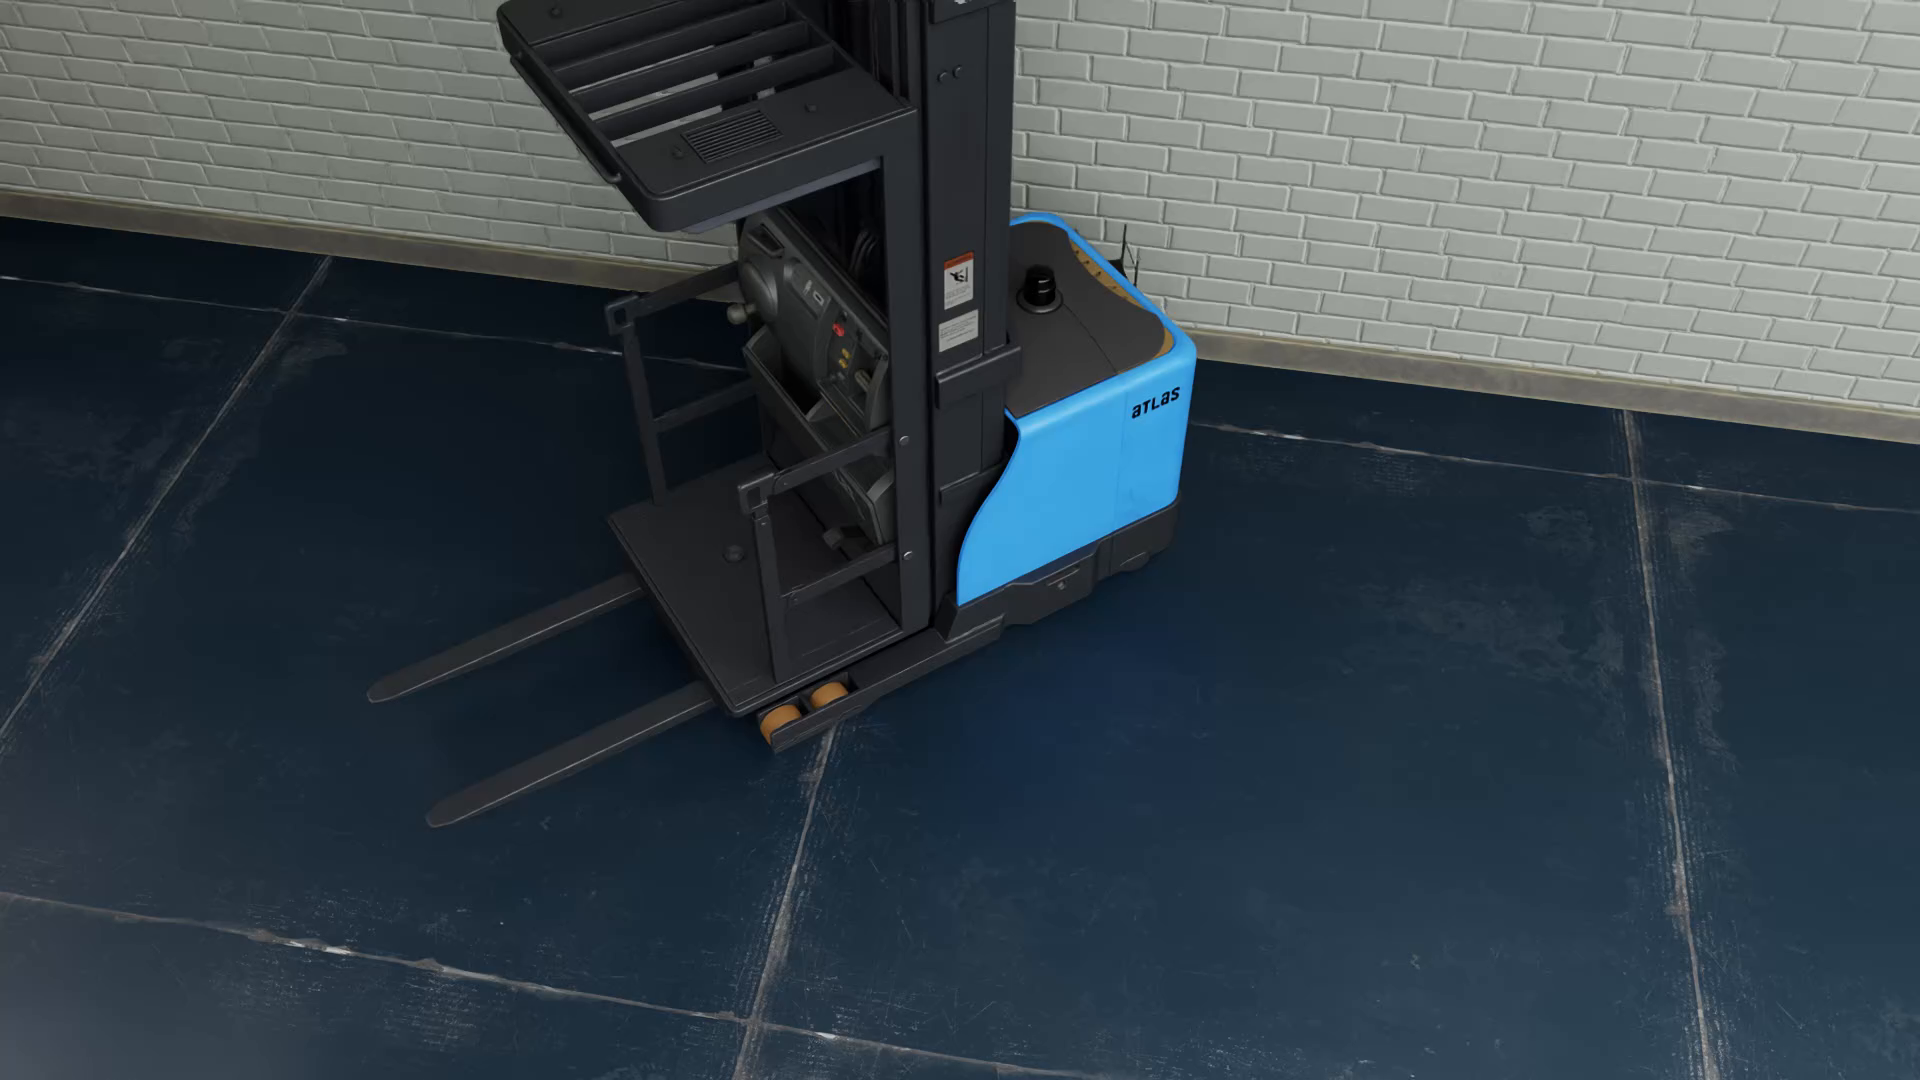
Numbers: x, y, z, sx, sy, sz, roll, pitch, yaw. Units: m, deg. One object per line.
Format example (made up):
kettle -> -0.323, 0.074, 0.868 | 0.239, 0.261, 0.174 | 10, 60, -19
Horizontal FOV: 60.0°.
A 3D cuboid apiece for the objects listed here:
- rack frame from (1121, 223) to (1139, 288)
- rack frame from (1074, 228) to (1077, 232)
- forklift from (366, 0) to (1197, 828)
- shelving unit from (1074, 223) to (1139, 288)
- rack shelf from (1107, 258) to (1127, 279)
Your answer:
rack frame -> 0.678, -0.879, 6.905 | 0.006, 0.900, 0.240 | -7, 49, -6
rack frame -> 0.477, -0.855, 6.884 | 0.006, 0.900, 0.240 | -7, 49, -6
forklift -> -0.660, -0.674, 5.357 | 3.031, 2.935, 1.130 | -25, 53, -21
shelving unit -> 0.578, -0.867, 6.894 | 0.210, 0.900, 0.258 | -7, 49, -6
rack shelf -> 0.578, -1.023, 6.717 | 0.200, 0.077, 0.258 | -7, 49, -6
